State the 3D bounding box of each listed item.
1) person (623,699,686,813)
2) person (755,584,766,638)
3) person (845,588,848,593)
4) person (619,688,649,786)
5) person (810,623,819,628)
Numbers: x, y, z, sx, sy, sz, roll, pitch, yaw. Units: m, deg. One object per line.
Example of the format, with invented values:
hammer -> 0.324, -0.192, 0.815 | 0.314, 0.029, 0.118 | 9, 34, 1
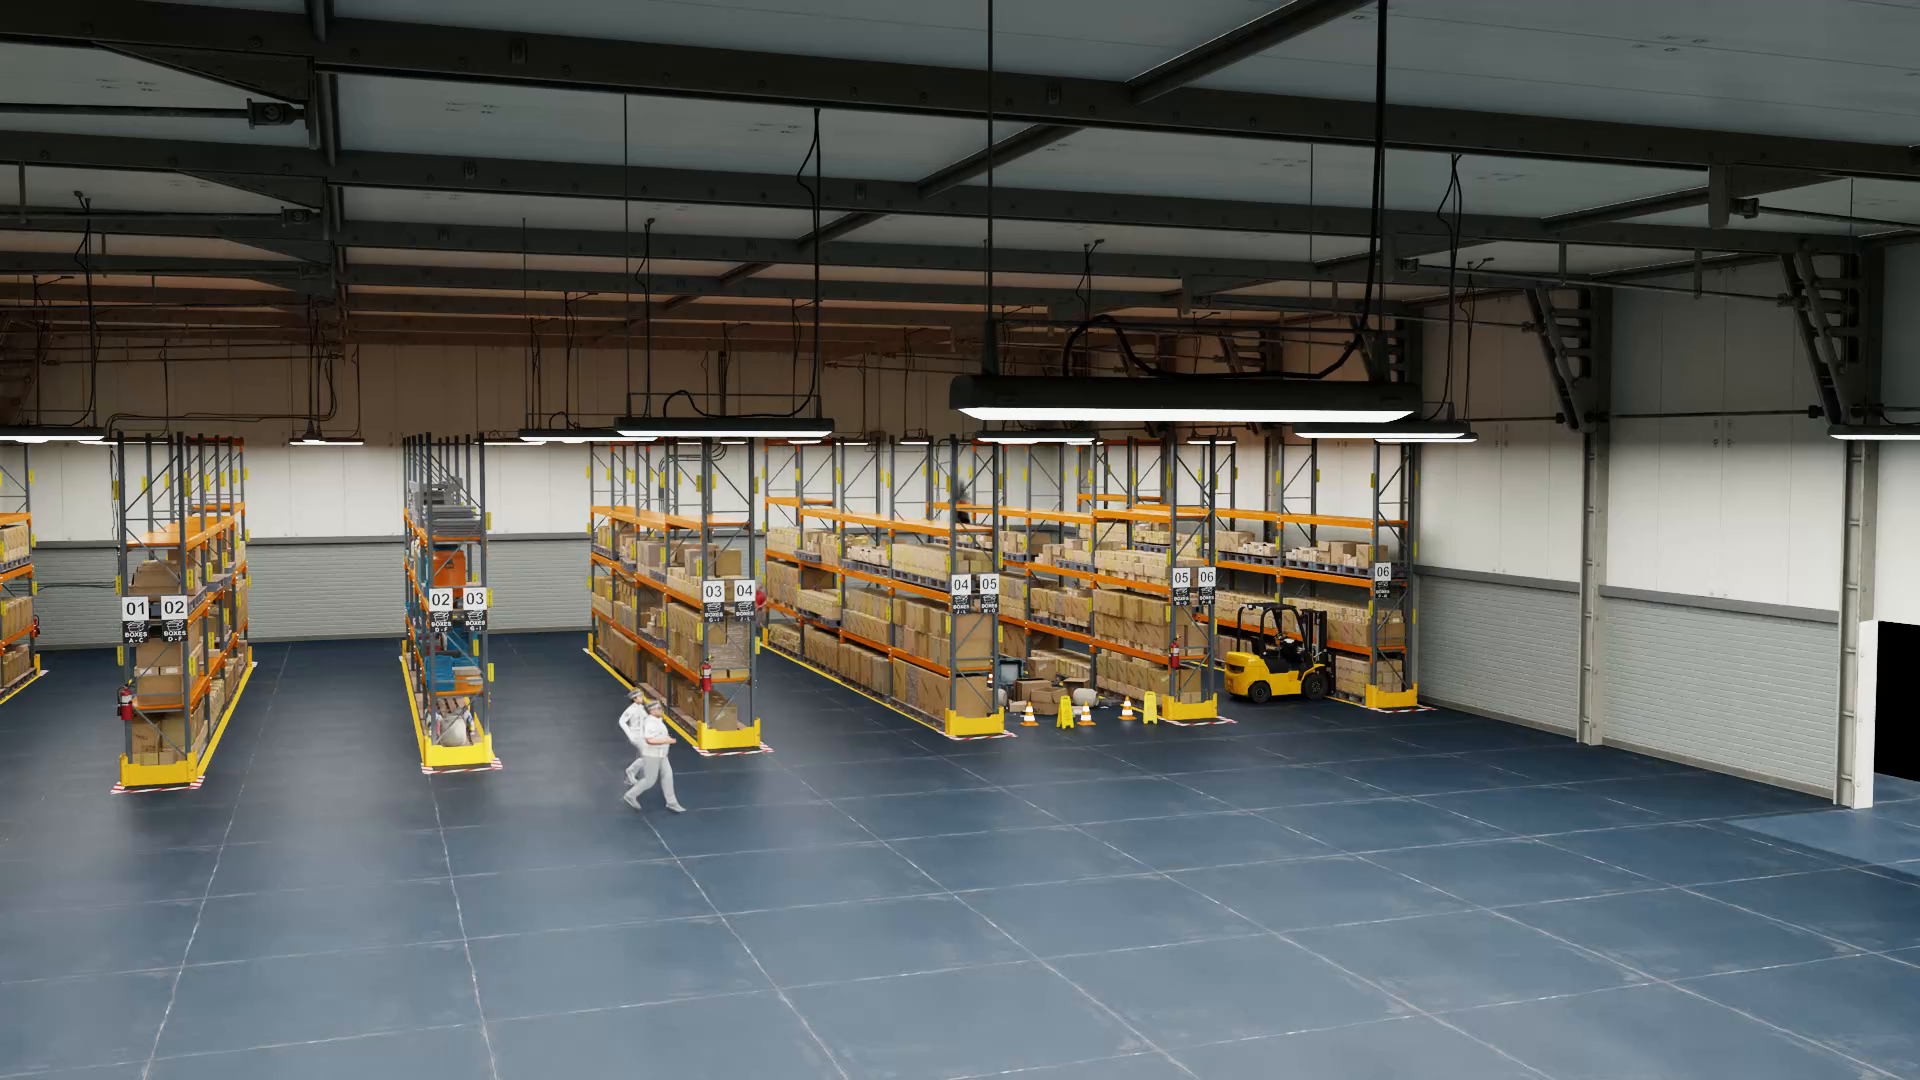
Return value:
person -> -4.788, 3.387, 26.030 | 0.969, 1.789, 0.660 | 0, 3, 5
person -> -5.983, 2.153, 49.305 | 0.711, 1.701, 0.870 | 2, 4, 37
person -> -3.360, 2.239, 48.108 | 0.582, 1.714, 0.680 | -1, 3, -21
person -> -5.392, 3.329, 28.080 | 0.569, 1.660, 0.600 | 0, 3, 9
person -> -4.252, 2.157, 49.977 | 0.591, 1.635, 0.576 | -1, 3, -16
